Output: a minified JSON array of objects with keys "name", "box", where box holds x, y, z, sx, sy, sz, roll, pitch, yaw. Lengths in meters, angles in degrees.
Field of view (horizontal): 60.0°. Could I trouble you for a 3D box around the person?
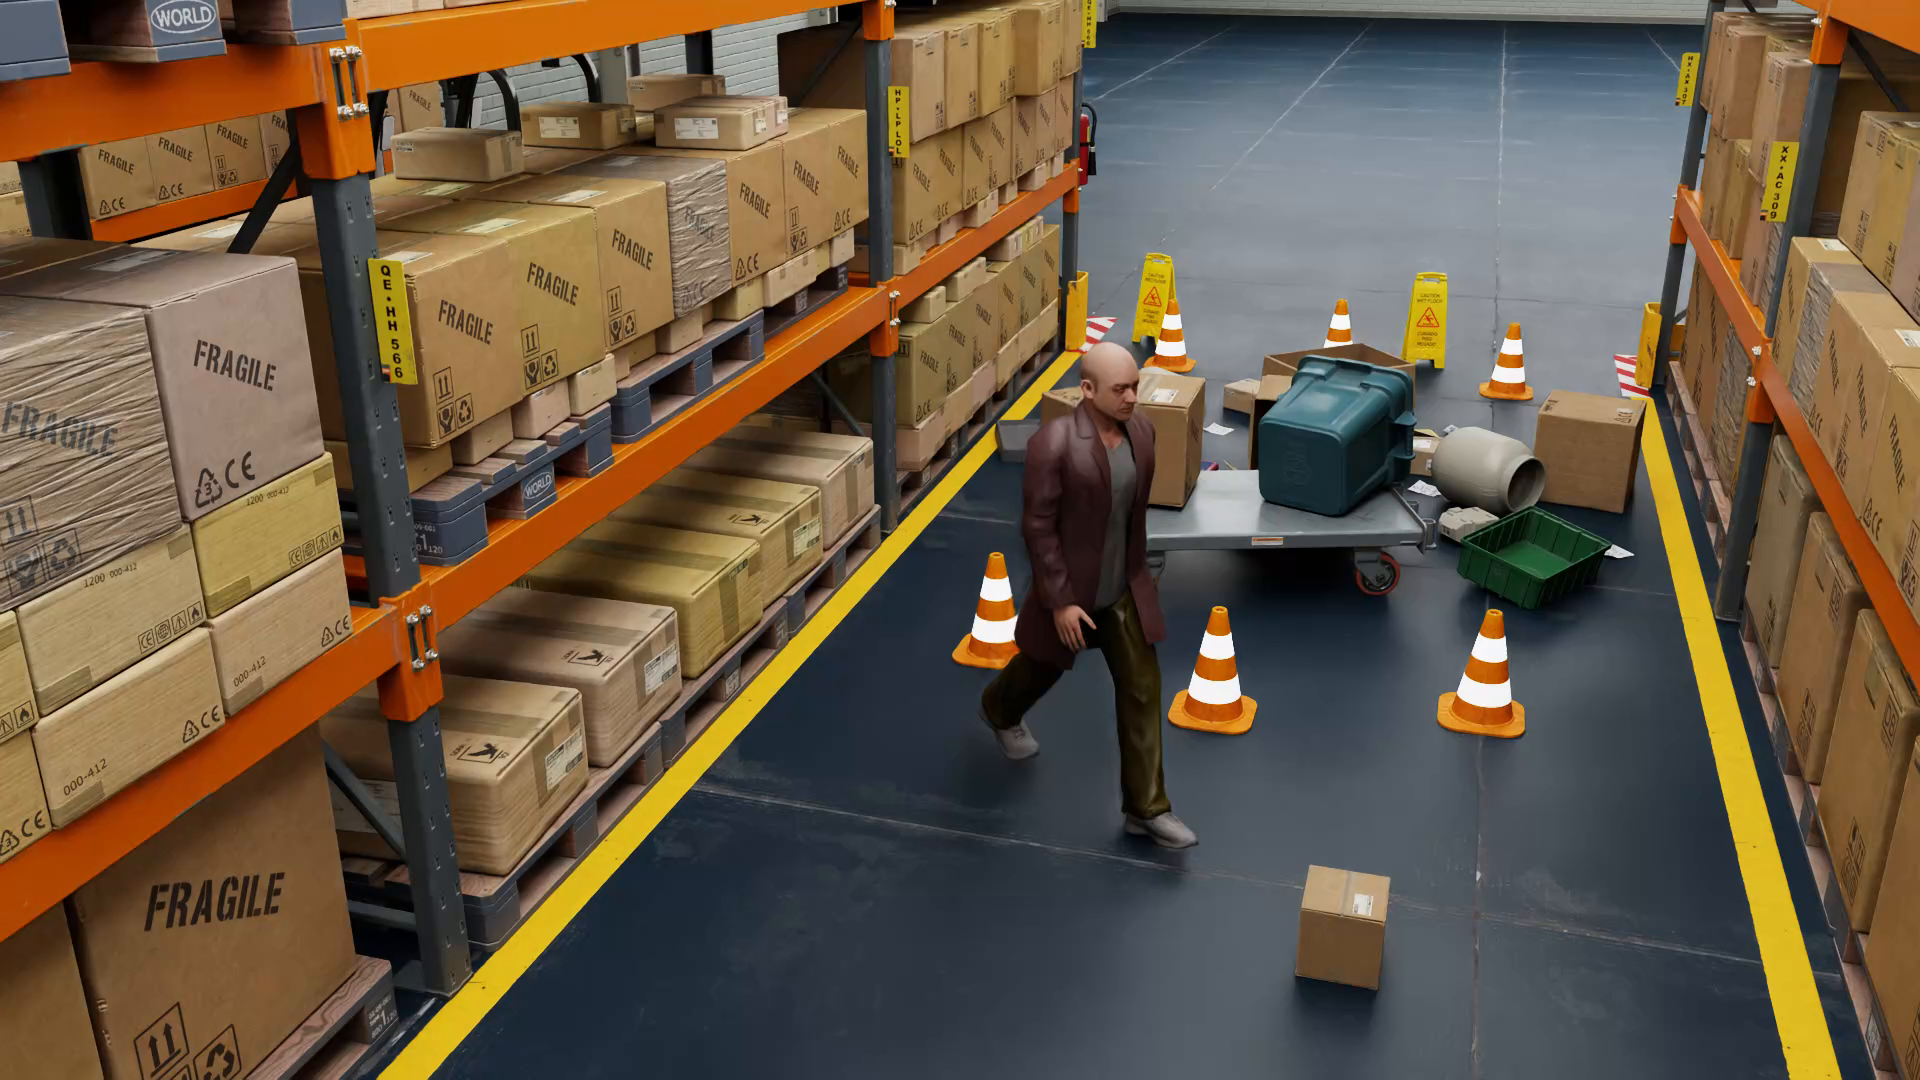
[{"name":"person","box":[0.431,0.149,5.768,0.548,1.733,1.175,-11,24,-26]}]
